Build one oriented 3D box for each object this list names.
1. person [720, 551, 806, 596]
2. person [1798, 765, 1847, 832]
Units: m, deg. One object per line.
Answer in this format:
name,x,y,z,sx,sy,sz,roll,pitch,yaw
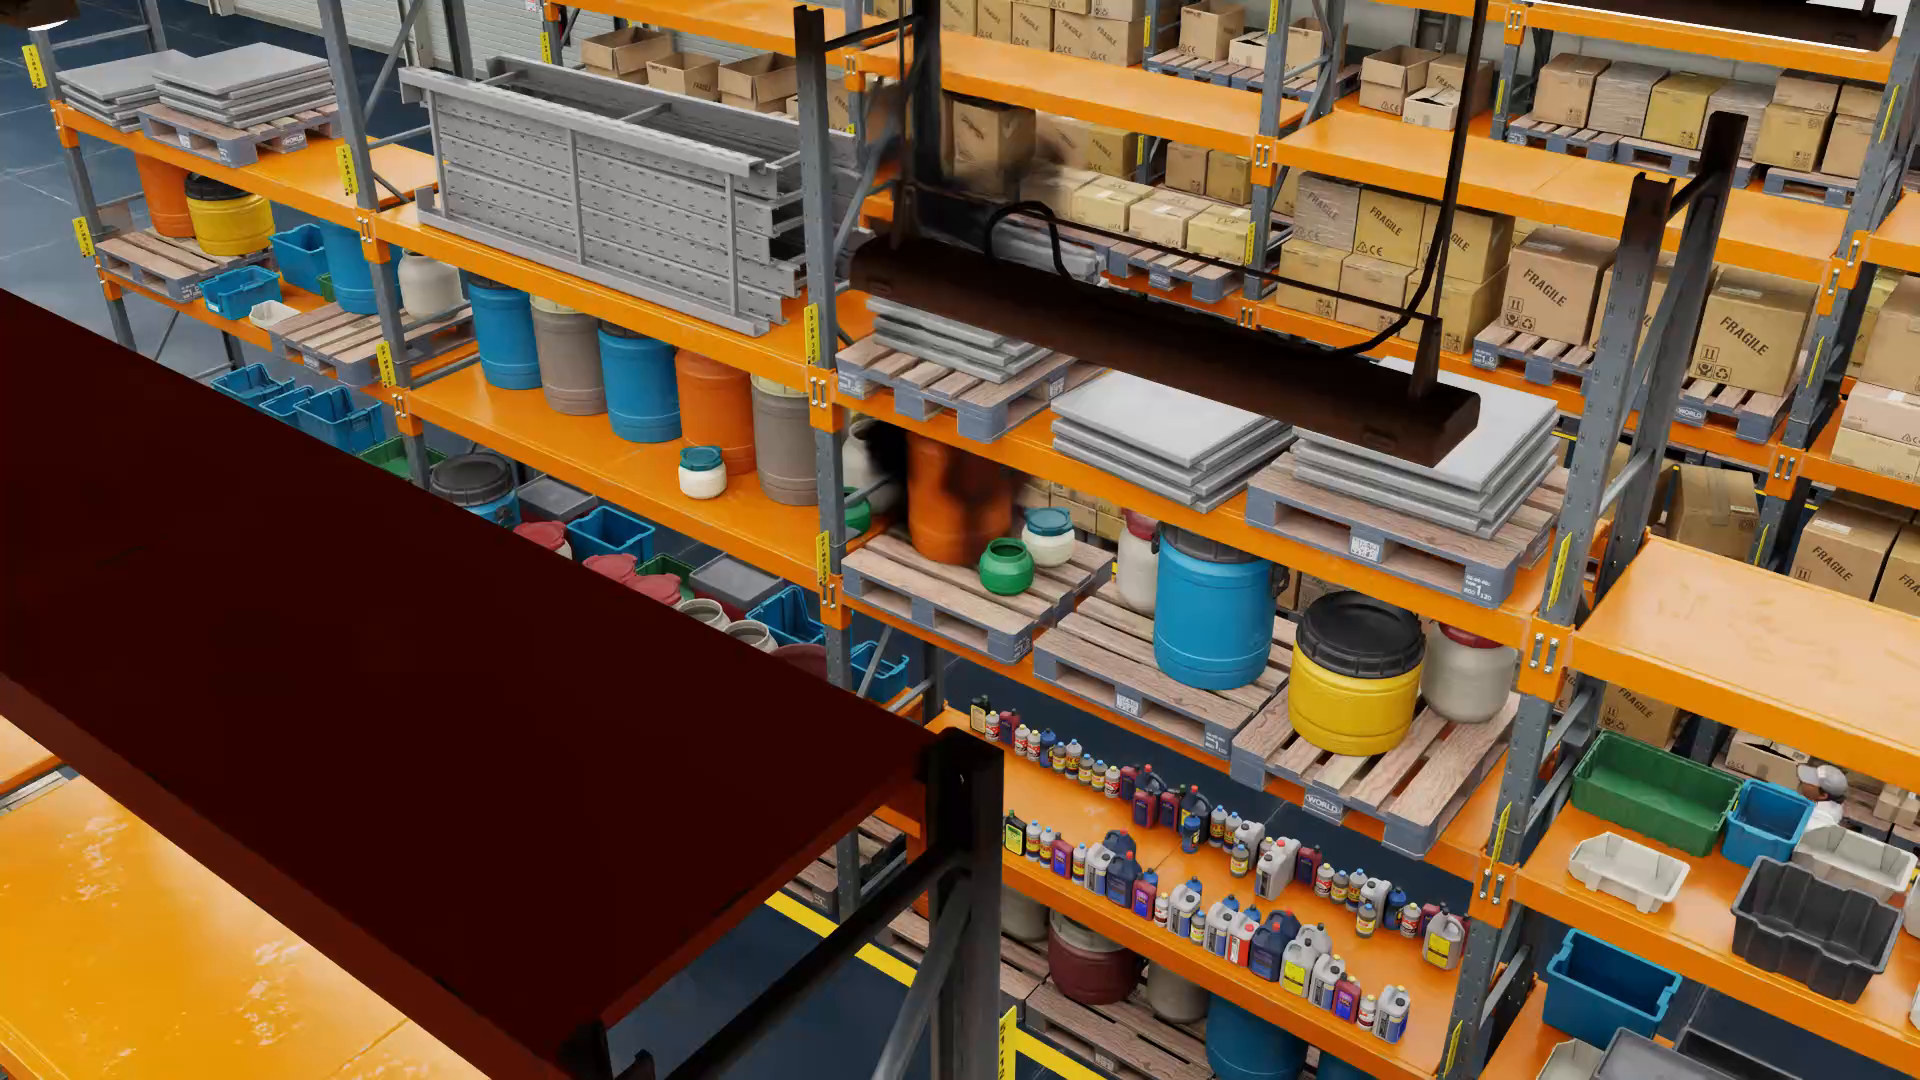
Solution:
person,-1.733,-0.092,13.680,0.925,1.632,0.606,14,34,22
person,5.241,2.070,10.338,0.556,1.622,0.594,18,36,27
